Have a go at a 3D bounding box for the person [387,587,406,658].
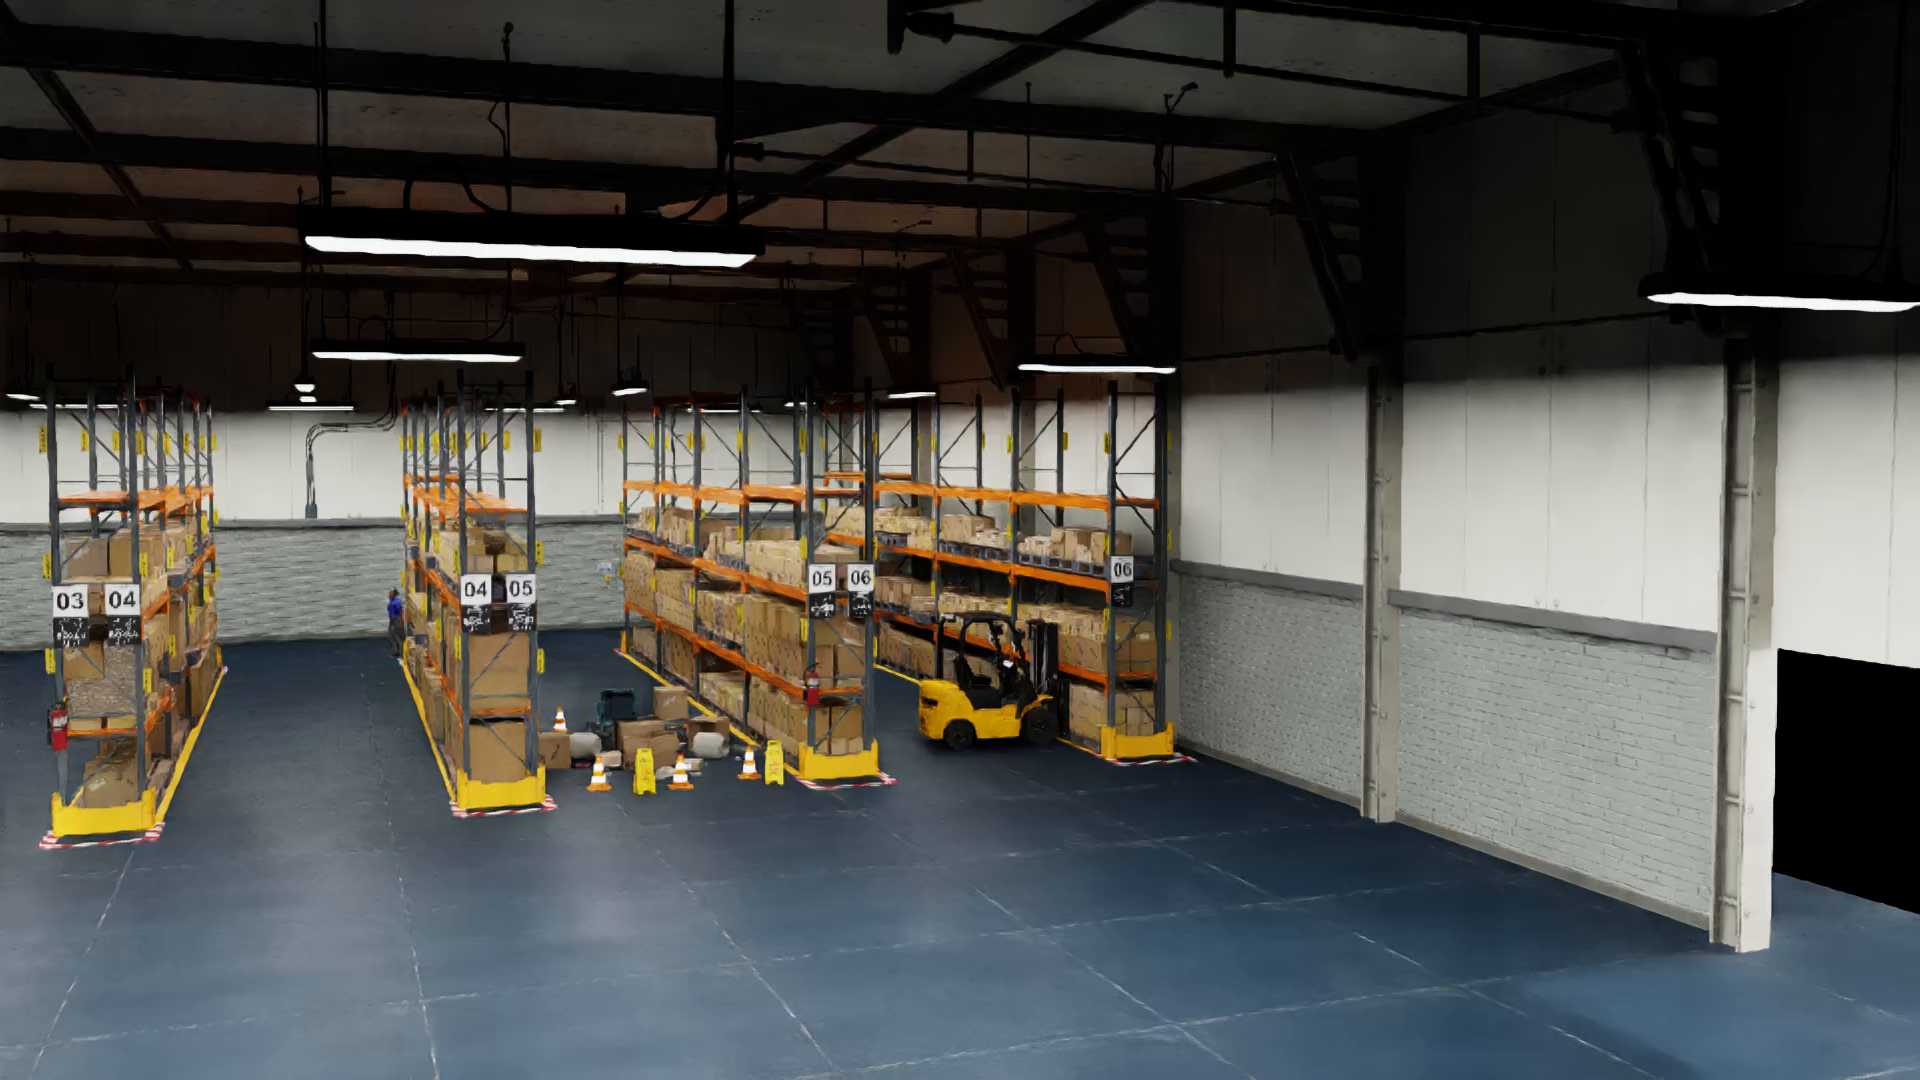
[{"bbox_3d":[-13.090,1.919,38.832,0.571,1.650,0.534,3,4,40],"label":"person"}]
